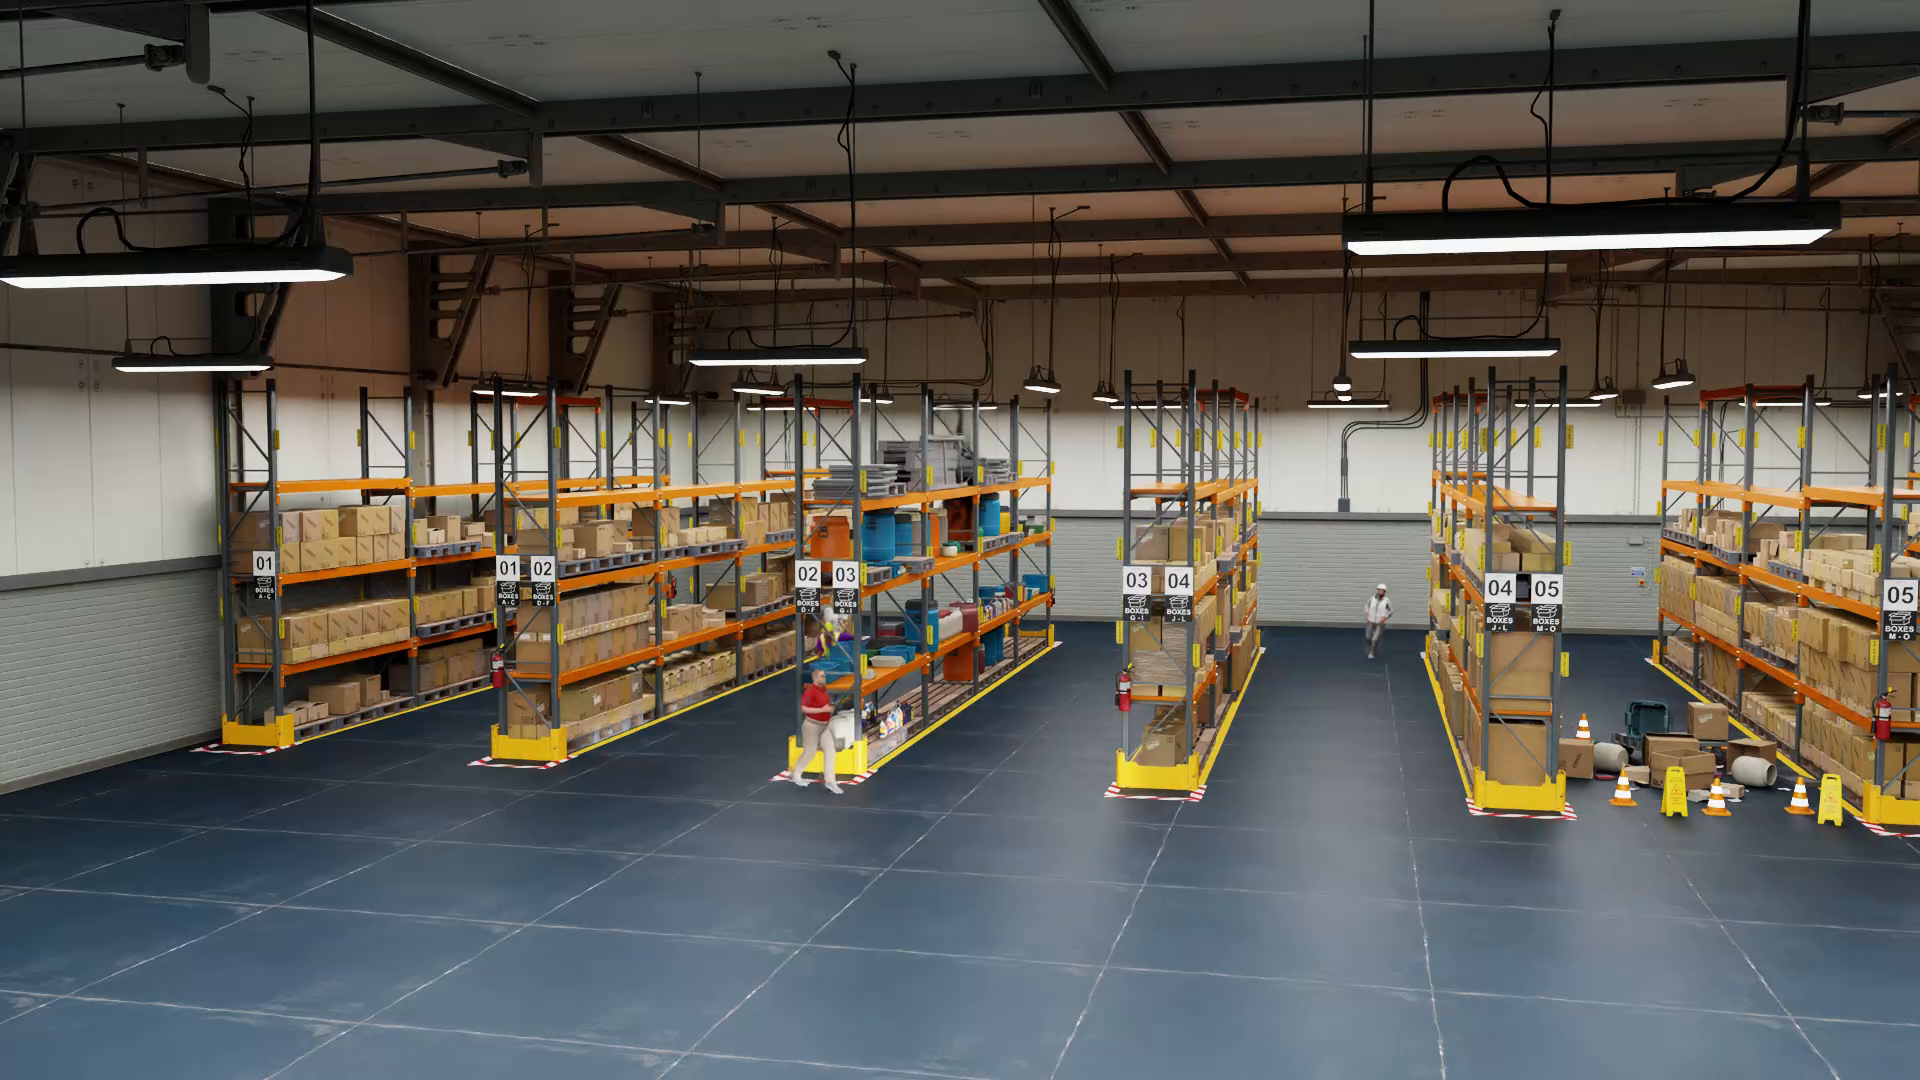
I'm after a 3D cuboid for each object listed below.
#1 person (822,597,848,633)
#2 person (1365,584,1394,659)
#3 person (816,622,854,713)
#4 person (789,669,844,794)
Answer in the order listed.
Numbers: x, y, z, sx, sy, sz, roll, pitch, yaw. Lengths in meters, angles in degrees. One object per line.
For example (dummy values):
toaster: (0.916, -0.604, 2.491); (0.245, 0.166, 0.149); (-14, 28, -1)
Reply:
person: (-2.715, 2.033, 36.177); (0.578, 1.640, 0.762); (1, 3, 9)
person: (9.620, 1.869, 38.176); (0.701, 1.736, 0.549); (2, 4, 28)
person: (-2.261, 2.349, 30.848); (0.746, 1.712, 1.025); (2, 4, 26)
person: (-2.077, 2.725, 23.677); (0.883, 1.776, 0.635); (2, 4, 31)
